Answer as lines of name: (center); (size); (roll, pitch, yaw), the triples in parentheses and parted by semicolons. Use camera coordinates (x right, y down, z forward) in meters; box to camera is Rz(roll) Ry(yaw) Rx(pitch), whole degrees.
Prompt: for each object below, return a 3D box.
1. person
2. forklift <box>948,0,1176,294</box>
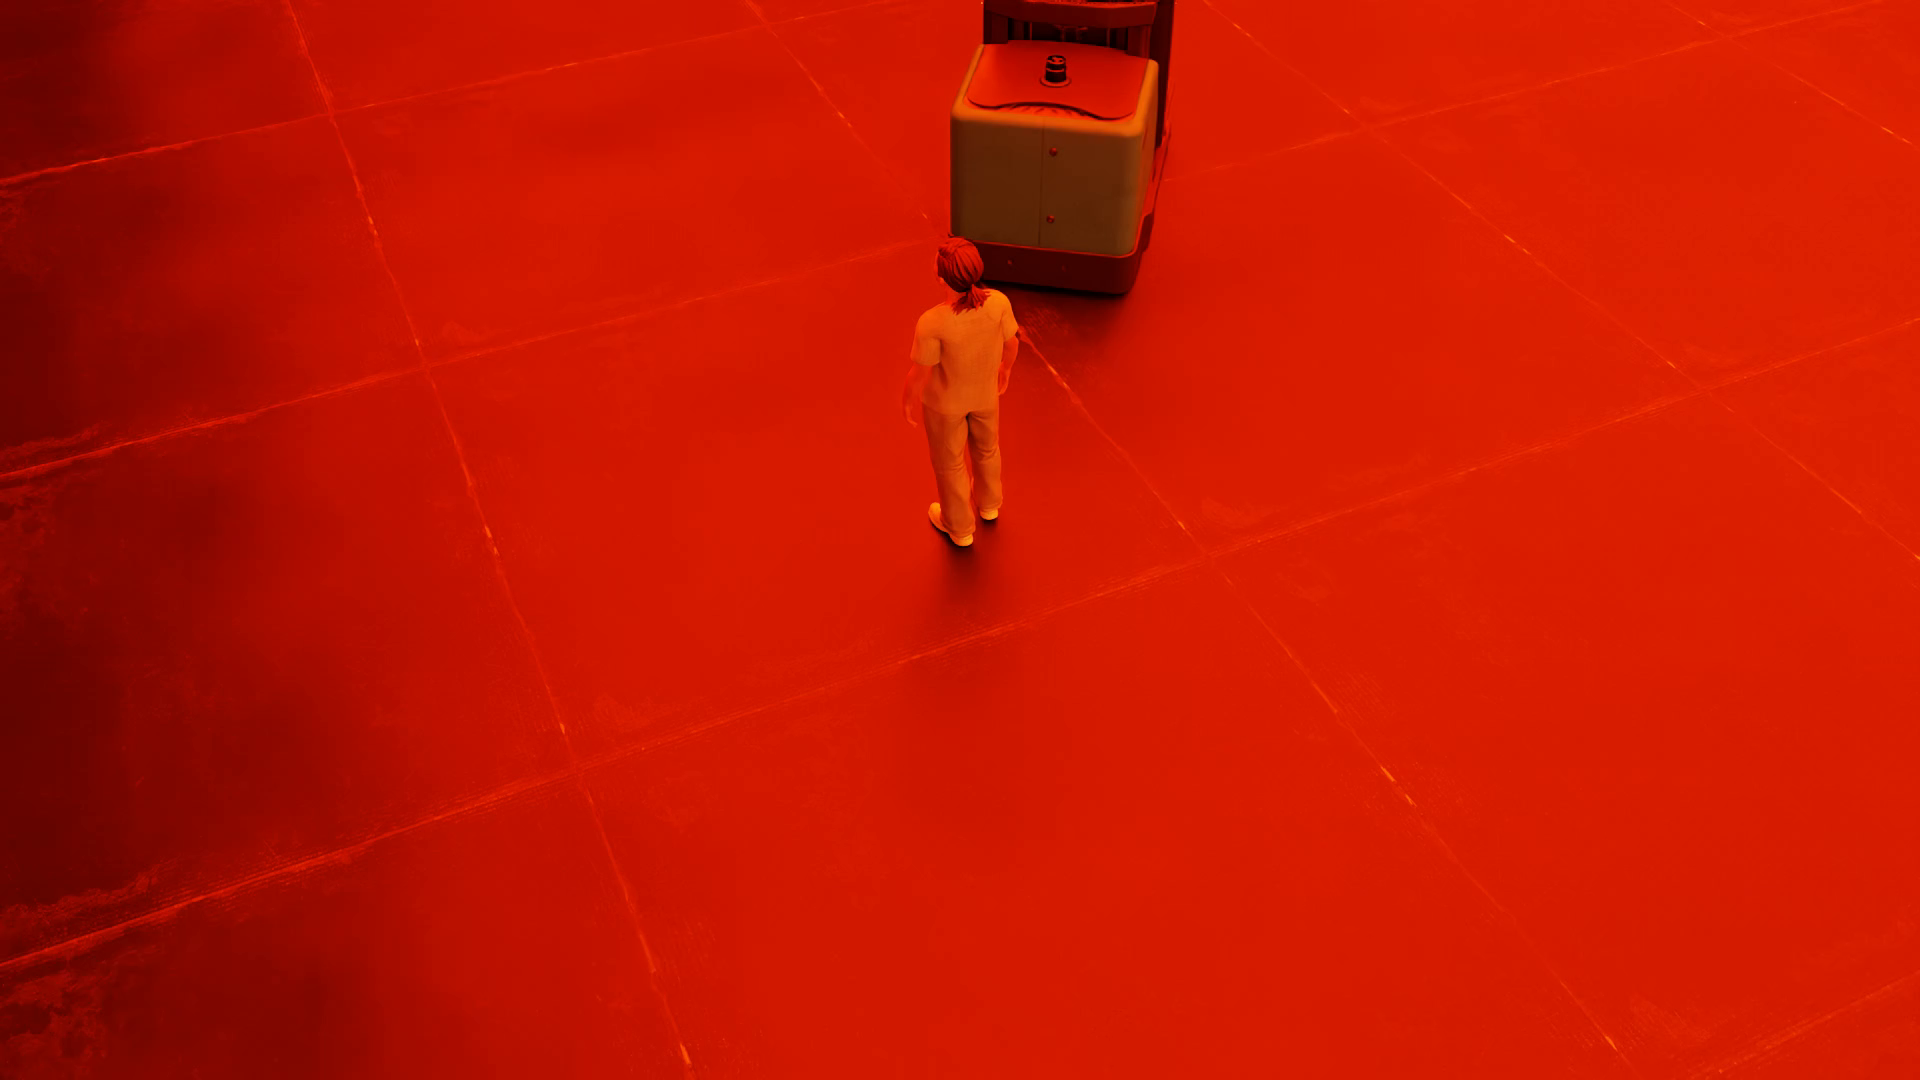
person: (-0.019, -0.668, 7.305); (0.550, 1.673, 0.548); (-18, 46, -18)
forklift: (0.722, -3.447, 9.374); (1.130, 2.935, 3.031); (8, 44, 8)
